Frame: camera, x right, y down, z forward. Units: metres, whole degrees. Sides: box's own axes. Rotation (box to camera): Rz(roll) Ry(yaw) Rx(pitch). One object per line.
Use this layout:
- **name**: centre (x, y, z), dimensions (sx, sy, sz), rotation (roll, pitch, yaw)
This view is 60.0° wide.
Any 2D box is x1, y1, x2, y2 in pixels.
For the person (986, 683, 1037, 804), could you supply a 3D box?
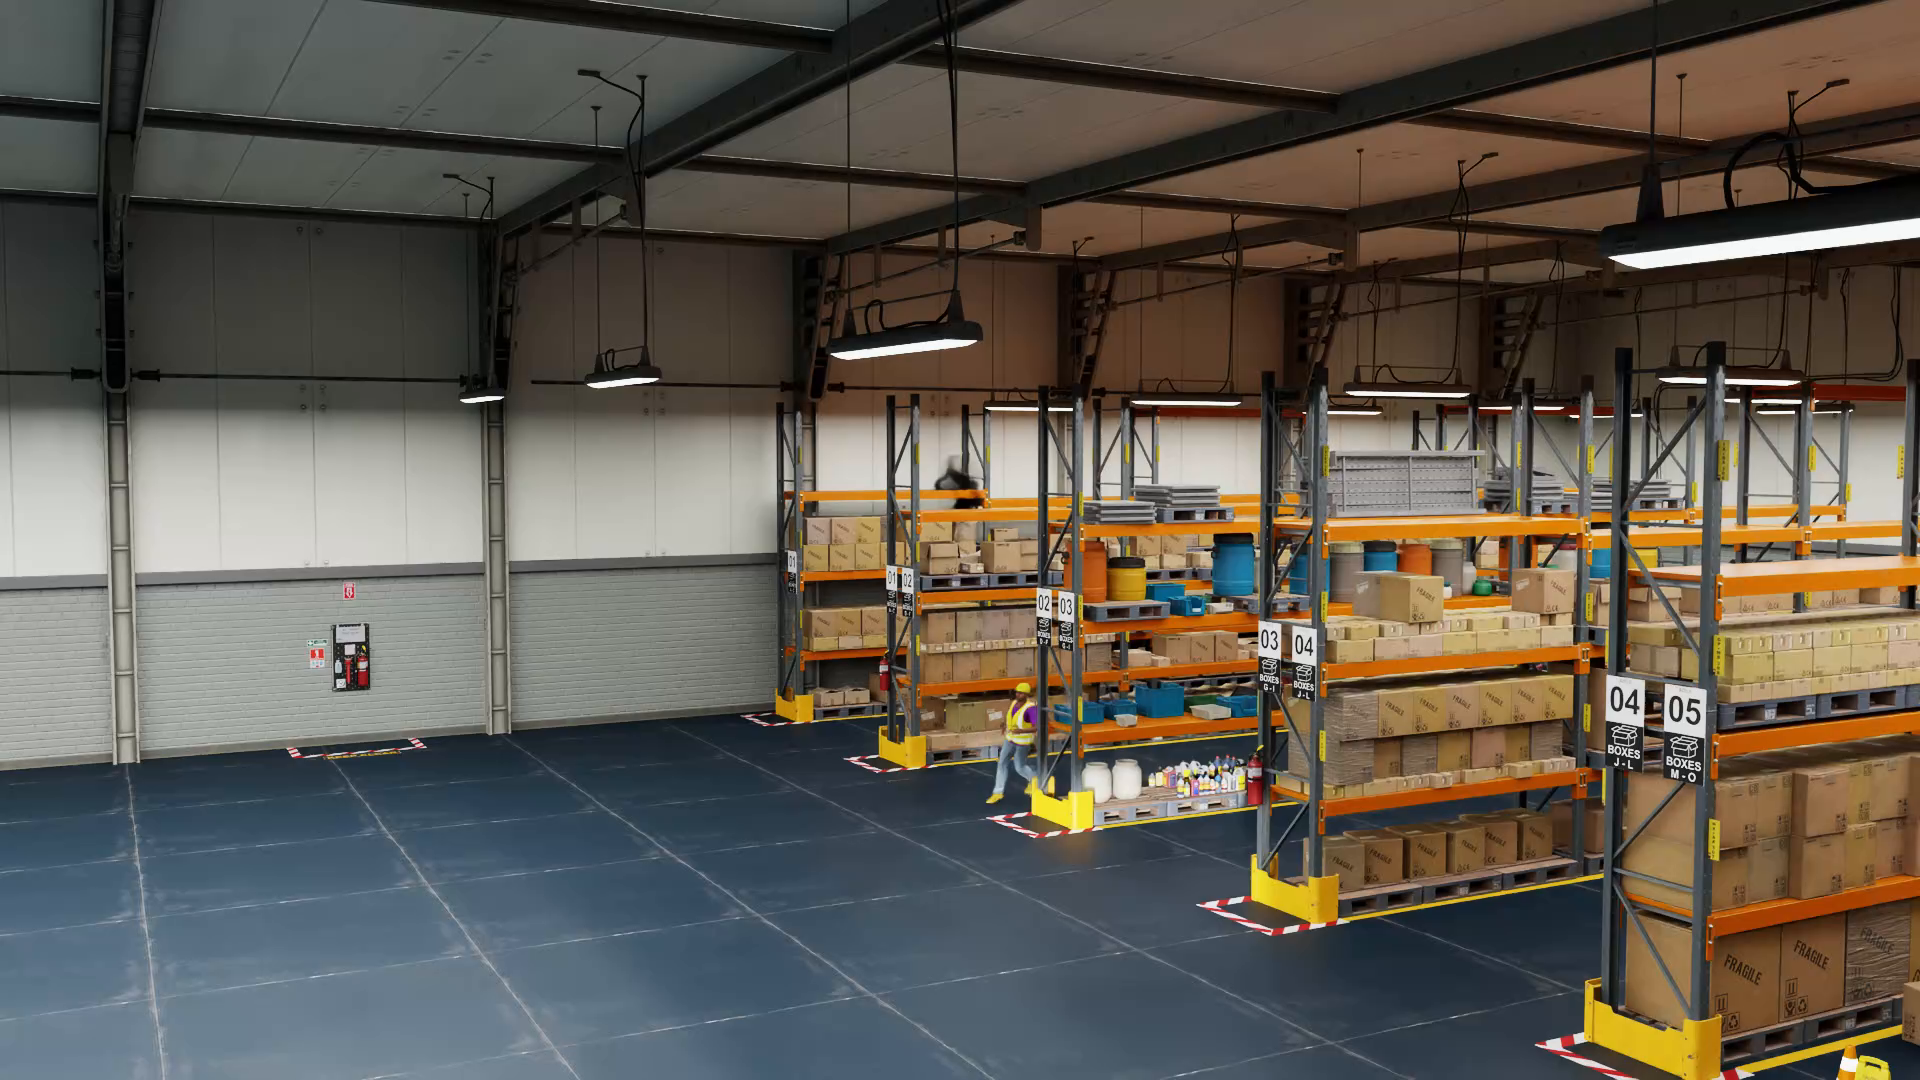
- **person**: centre (0.877, 2.928, 24.097), dimensions (0.949, 1.755, 0.748), rotation (-3, 4, -43)
